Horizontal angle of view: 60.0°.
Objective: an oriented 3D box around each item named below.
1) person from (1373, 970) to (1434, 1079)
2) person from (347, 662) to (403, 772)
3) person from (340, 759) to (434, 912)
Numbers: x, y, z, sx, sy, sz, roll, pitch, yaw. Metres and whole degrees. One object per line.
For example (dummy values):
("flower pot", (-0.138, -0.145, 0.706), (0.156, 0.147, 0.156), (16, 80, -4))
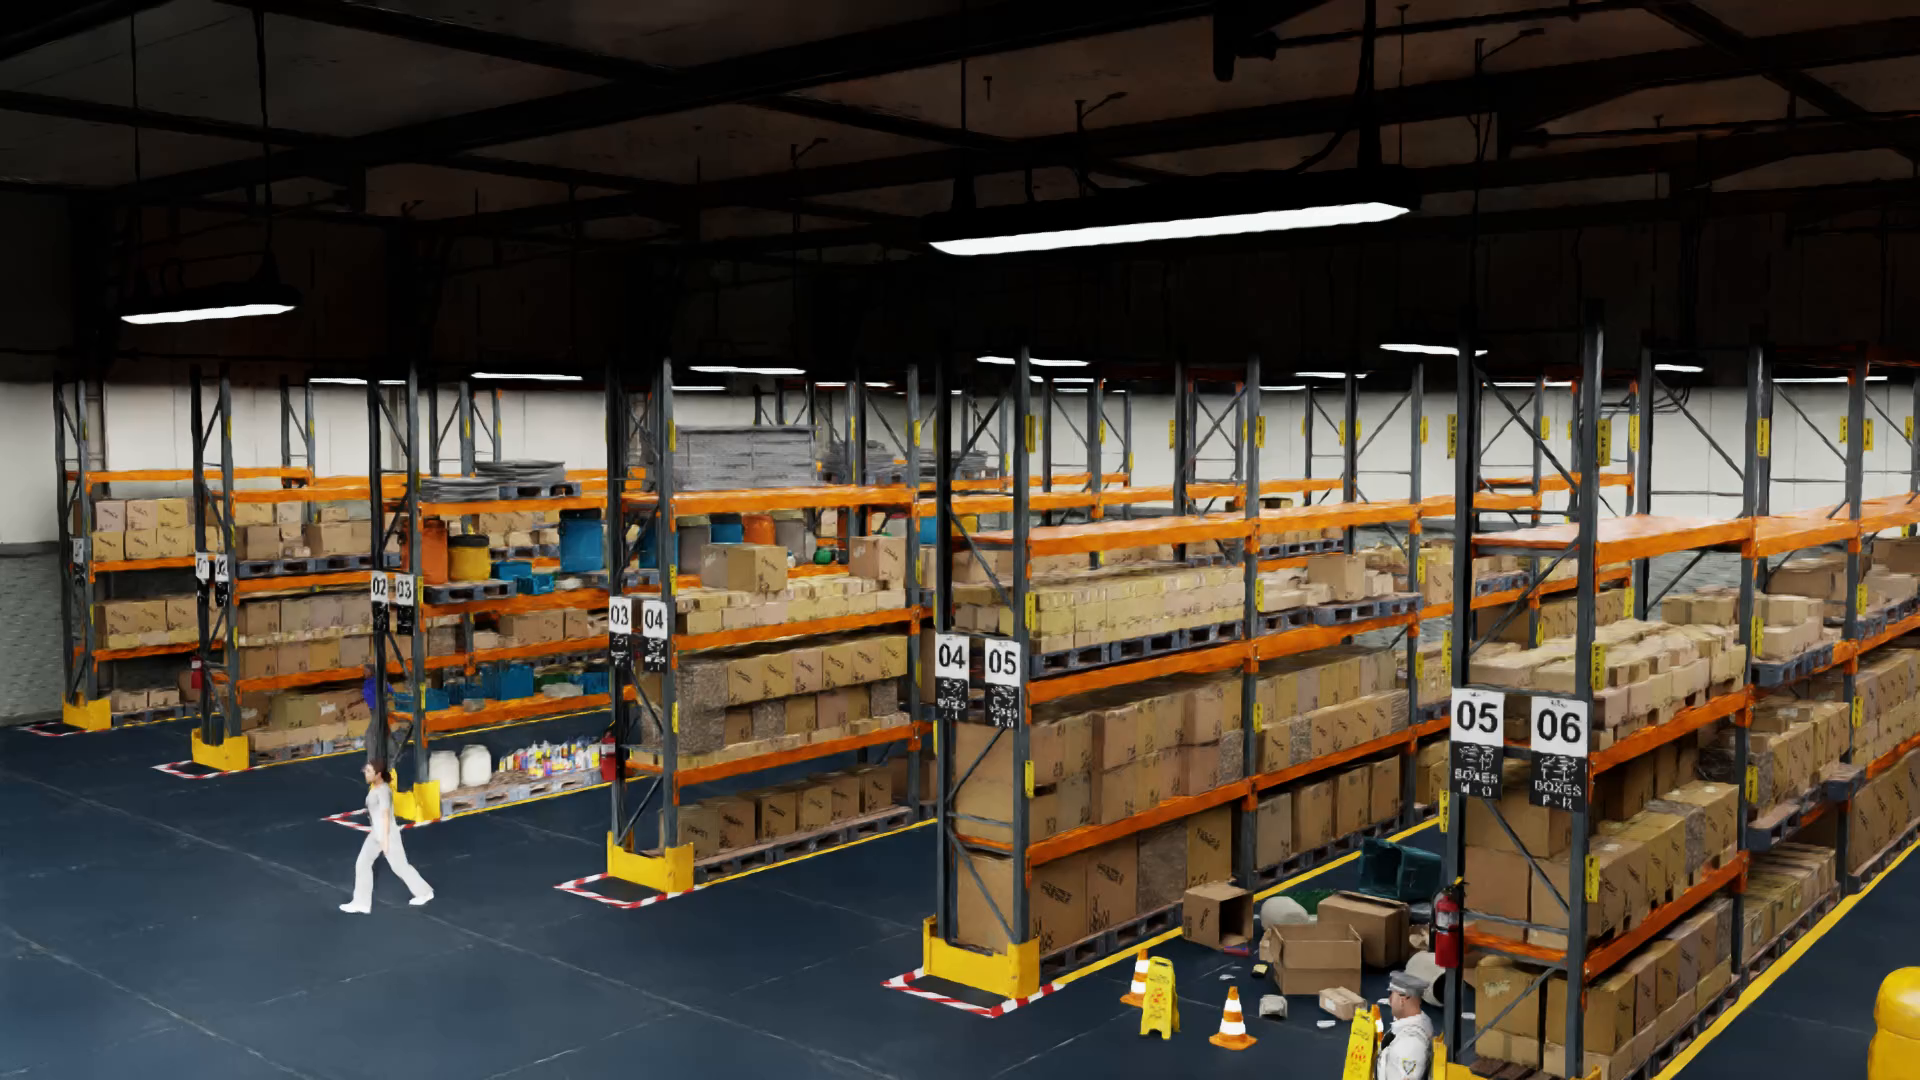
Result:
("person", (2.801, 3.560, 10.248), (0.507, 1.749, 0.744), (1, 4, 12))
("person", (-8.646, 2.590, 24.690), (0.831, 1.590, 0.603), (-4, 6, -44))
("person", (-6.012, 3.091, 17.438), (0.916, 1.620, 0.463), (-3, 5, -34))
